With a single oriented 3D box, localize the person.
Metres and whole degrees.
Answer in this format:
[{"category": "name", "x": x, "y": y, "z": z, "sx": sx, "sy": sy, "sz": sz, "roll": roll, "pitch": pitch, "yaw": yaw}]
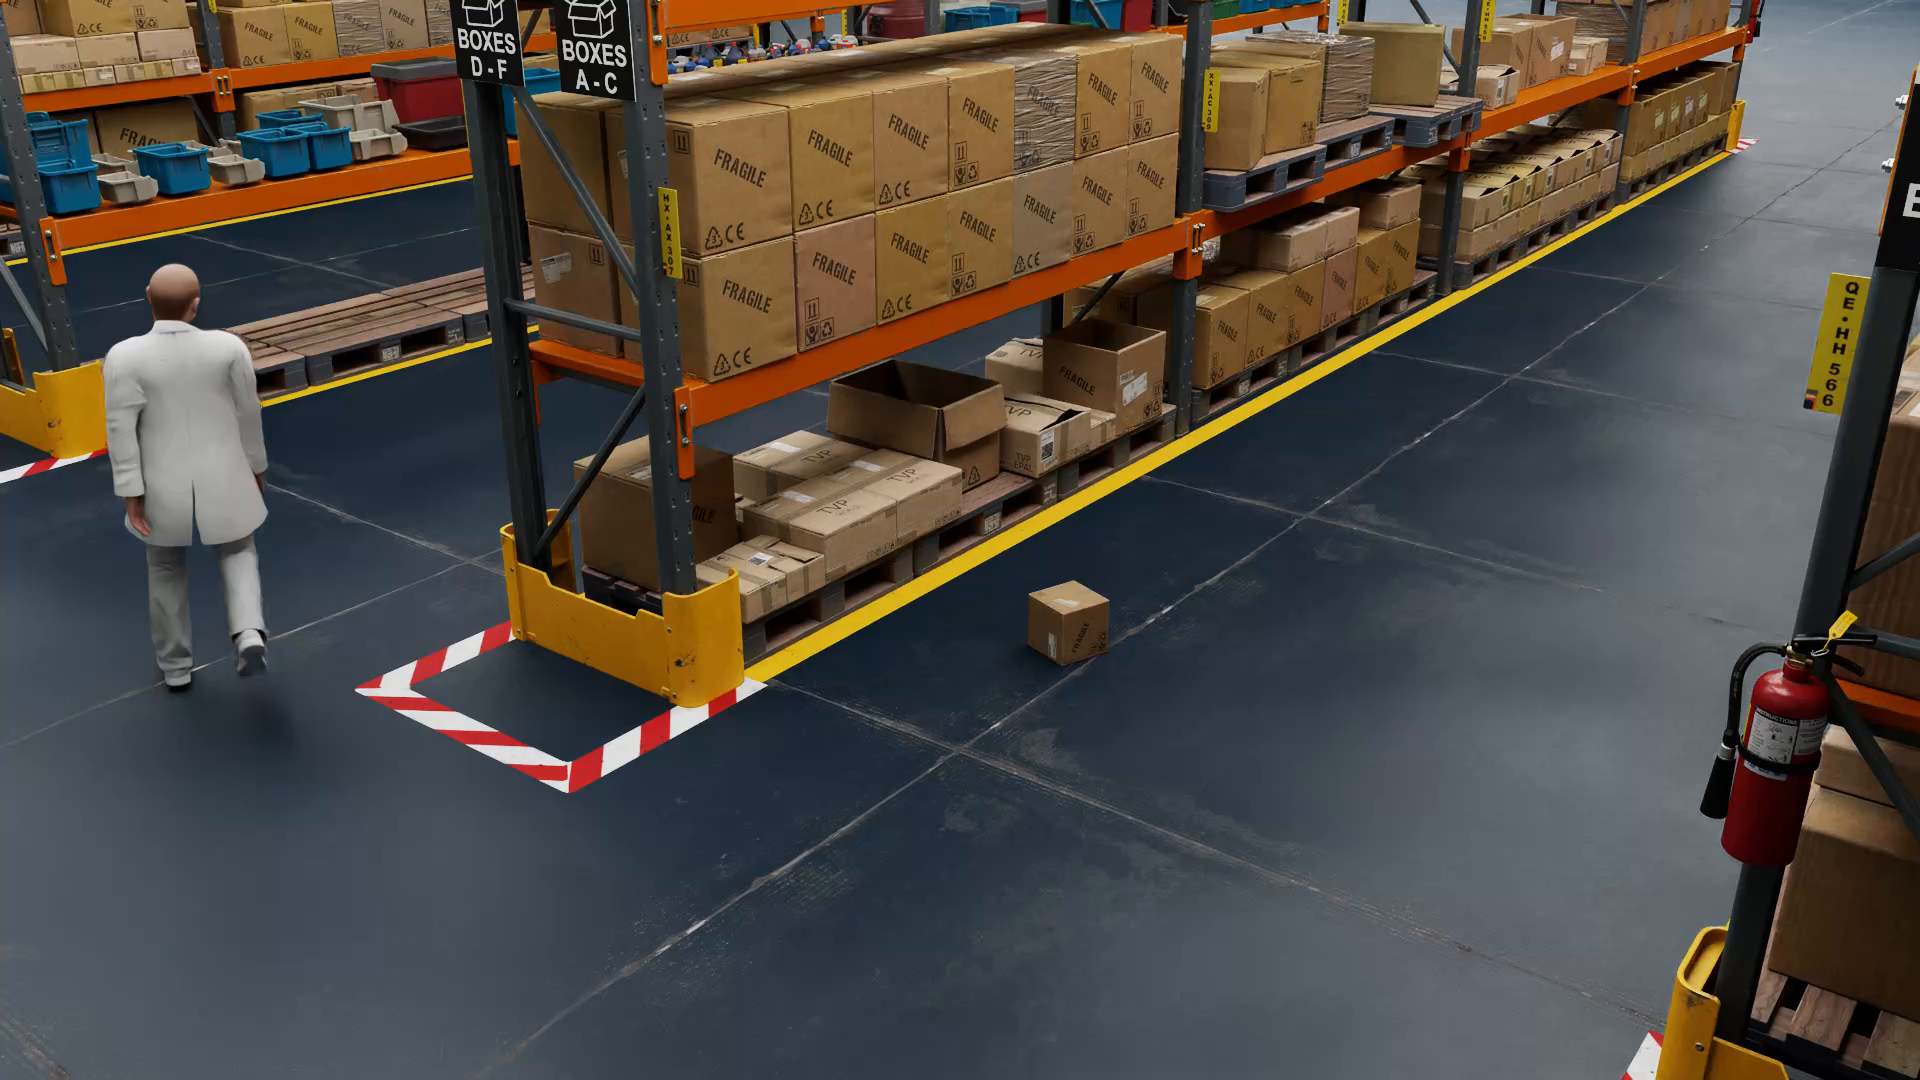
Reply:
[{"category": "person", "x": -3.044, "y": -0.228, "z": 6.620, "sx": 0.580, "sy": 1.748, "sz": 0.761, "roll": -12, "pitch": 26, "yaw": -25}]
